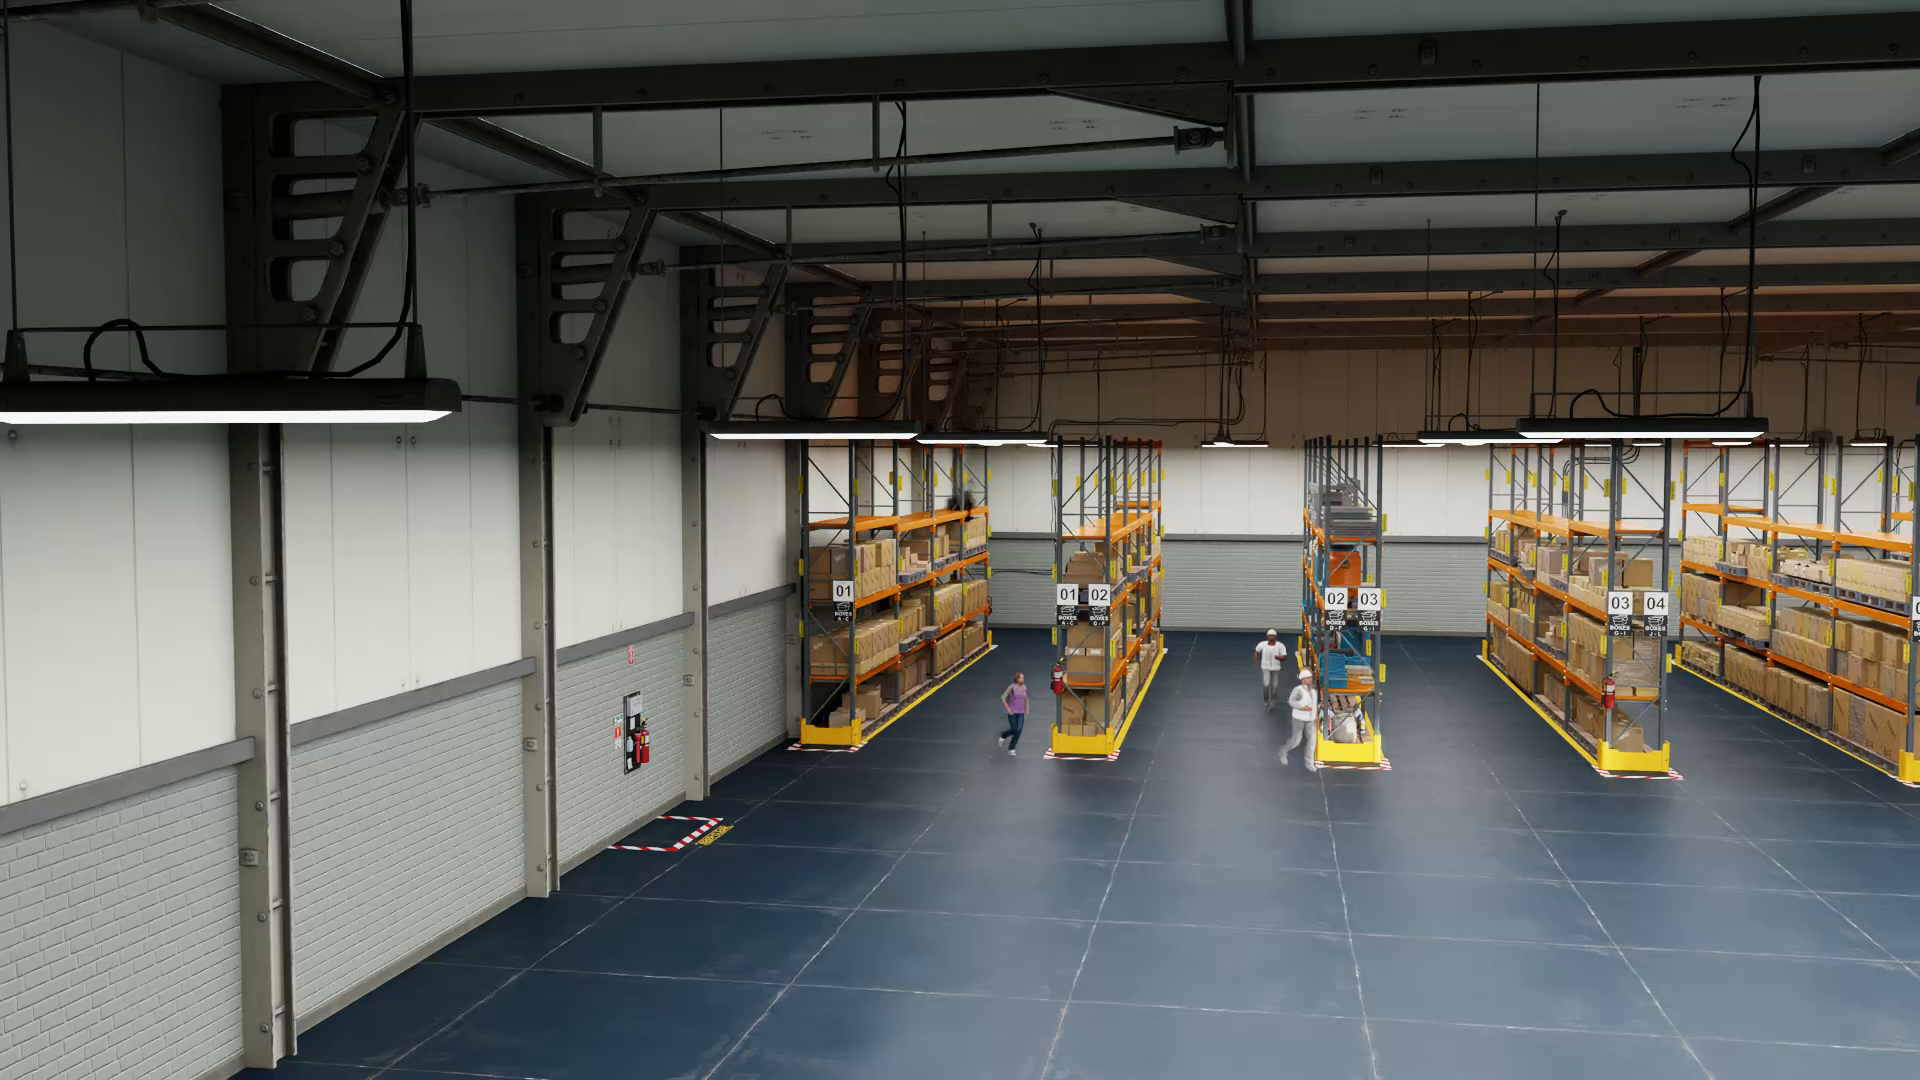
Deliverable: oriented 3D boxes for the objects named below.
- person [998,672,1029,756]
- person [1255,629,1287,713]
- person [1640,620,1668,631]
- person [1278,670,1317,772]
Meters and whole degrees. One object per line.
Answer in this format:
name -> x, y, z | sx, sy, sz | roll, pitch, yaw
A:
person -> 1.069, 3.260, 31.363 | 0.583, 1.527, 0.606 | -2, 3, -27
person -> 6.823, 2.870, 36.497 | 0.671, 1.829, 0.759 | 0, 3, 7
person -> 17.752, 2.550, 42.487 | 0.680, 1.777, 0.745 | 0, 3, 8
person -> 6.168, 3.214, 29.833 | 0.688, 1.768, 0.916 | -2, 4, -30
